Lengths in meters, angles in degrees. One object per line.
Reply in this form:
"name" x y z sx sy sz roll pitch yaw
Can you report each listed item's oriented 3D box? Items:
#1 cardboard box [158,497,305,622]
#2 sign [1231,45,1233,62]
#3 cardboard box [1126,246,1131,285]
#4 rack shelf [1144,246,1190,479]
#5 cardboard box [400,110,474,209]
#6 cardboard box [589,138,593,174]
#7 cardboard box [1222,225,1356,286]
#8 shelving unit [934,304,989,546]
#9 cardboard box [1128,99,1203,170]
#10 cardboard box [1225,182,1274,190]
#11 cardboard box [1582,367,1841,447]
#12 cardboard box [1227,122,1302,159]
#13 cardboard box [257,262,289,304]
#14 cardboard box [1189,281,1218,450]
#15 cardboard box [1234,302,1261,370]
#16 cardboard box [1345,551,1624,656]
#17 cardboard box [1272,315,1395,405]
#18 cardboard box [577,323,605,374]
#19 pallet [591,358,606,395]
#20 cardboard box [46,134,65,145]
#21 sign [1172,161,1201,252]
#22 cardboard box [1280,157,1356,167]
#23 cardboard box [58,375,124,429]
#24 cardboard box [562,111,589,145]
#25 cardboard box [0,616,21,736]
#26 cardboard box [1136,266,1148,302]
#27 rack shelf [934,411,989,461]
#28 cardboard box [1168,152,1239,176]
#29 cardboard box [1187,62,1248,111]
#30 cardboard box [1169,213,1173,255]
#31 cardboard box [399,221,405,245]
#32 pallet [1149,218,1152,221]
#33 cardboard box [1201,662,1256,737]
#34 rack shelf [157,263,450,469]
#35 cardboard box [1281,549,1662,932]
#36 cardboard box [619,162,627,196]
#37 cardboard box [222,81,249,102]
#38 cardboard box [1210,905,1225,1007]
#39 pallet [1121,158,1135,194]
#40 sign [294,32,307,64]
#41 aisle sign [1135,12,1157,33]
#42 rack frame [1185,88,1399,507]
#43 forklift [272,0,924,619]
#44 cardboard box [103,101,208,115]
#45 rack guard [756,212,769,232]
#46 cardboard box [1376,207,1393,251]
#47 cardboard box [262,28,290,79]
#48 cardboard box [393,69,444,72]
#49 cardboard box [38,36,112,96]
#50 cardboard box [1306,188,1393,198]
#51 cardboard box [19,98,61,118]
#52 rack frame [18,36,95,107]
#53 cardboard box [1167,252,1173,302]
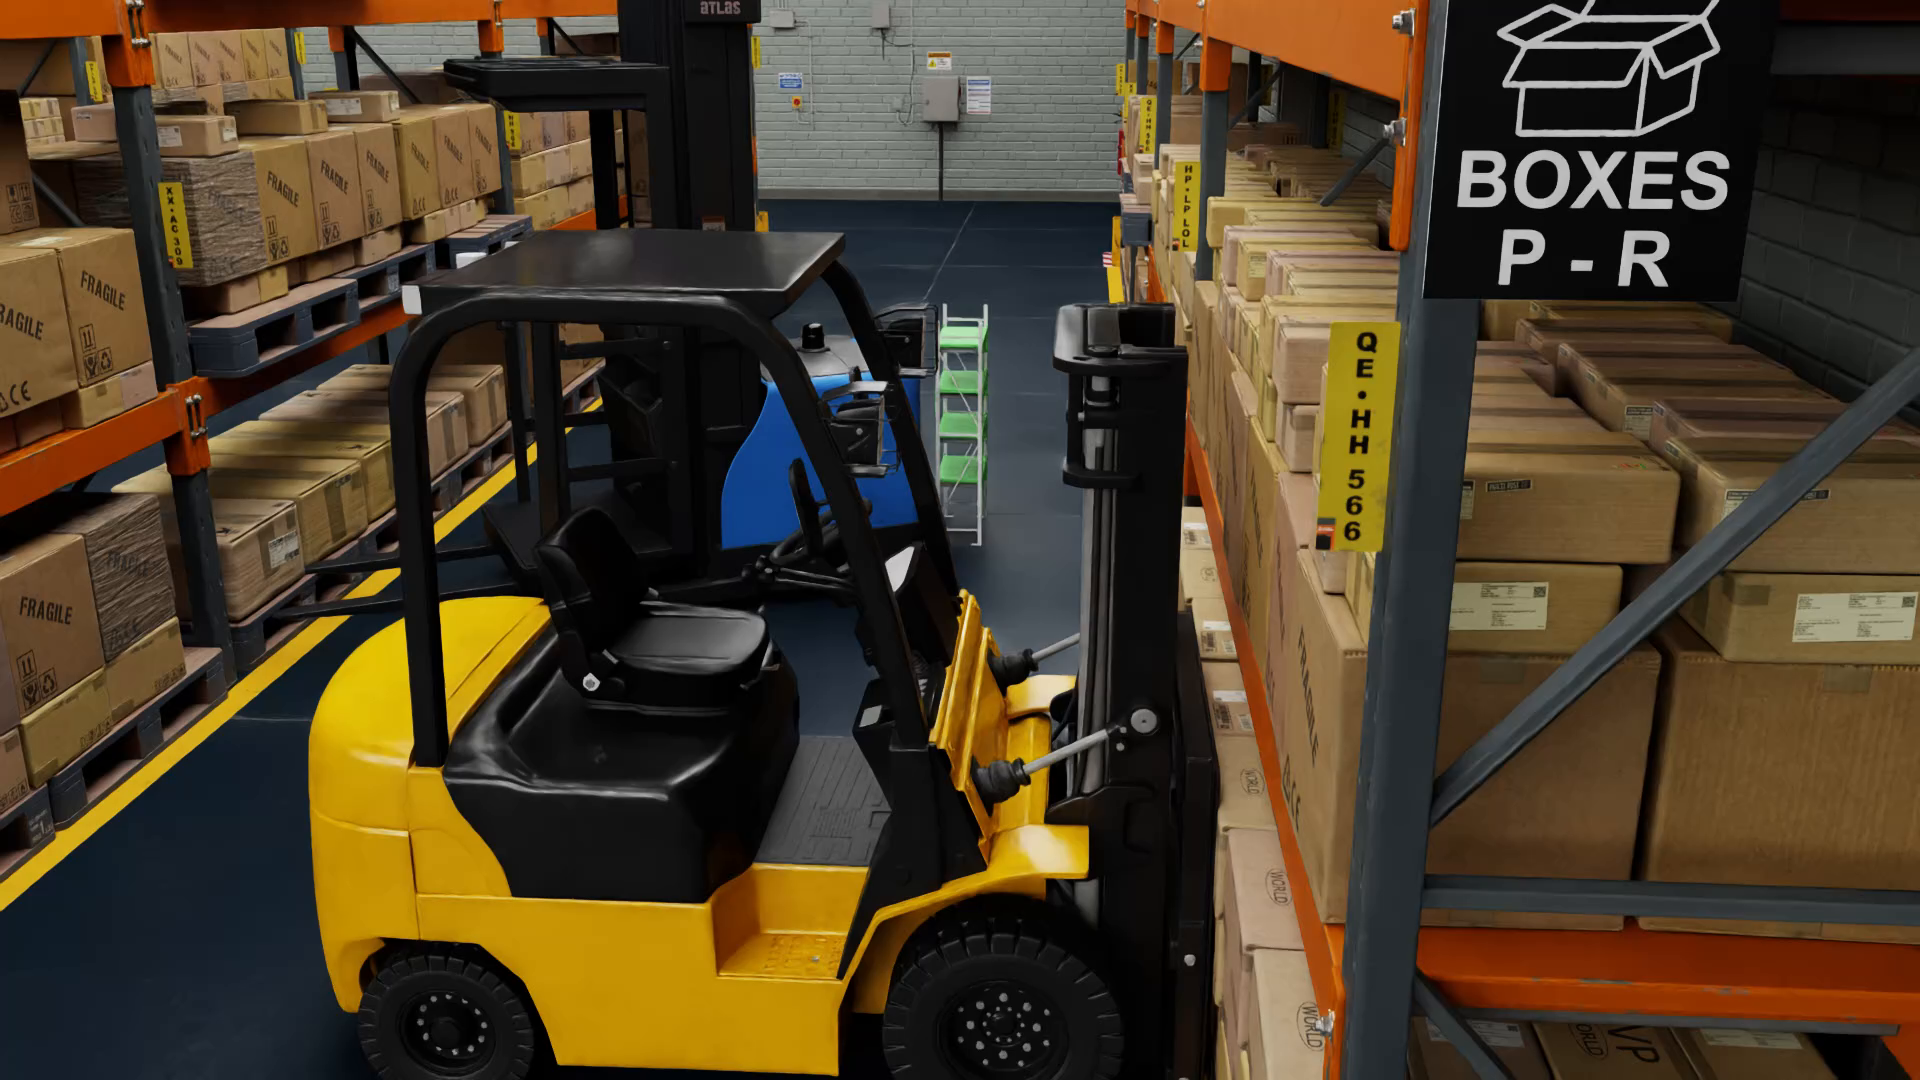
"cardboard box" -3.539 0.074 7.425 0.950 0.372 0.625 2 18 5
"sign" 2.790 -5.111 17.337 0.100 0.325 0.005 1 18 4
"cardboard box" 1.925 -2.666 15.583 0.700 0.500 0.500 1 18 2
"rack shelf" 1.521 -0.982 8.257 1.077 0.370 4.000 1 18 4
"cardboard box" -3.068 -2.135 9.308 0.500 0.500 0.500 1 18 3
"cardboard box" -2.869 -2.845 12.226 0.500 0.250 0.500 2 18 5
"cardboard box" 1.000 -0.867 5.071 0.380 0.149 0.250 2 18 5
"shelving unit" 0.012 -0.622 8.893 0.258 1.200 0.503 1 18 4
"cardboard box" 1.656 -3.128 12.817 0.700 0.500 0.500 1 18 5
"cardboard box" 1.243 -1.567 7.685 0.380 0.149 0.250 1 18 4
"cardboard box" 1.385 -0.220 3.096 0.380 0.149 0.250 2 18 5
"cardboard box" 1.857 -2.348 10.437 0.500 0.500 0.500 2 18 7
"cardboard box" -3.192 -1.134 7.296 0.380 0.149 0.250 2 18 5
"cardboard box" 1.085 -0.618 5.831 0.500 0.500 0.500 1 18 2
"cardboard box" 0.972 -0.568 4.637 0.380 0.149 0.250 1 18 2
"cardboard box" 0.836 0.070 2.689 0.380 0.149 0.250 2 18 5
"cardboard box" 0.885 -0.391 3.620 0.380 0.149 0.250 2 18 5
"cardboard box" -3.086 -1.734 12.135 0.875 0.875 0.875 2 18 5
"pallet" -3.065 -1.350 12.705 1.003 0.211 1.213 1 18 4
"cardboard box" -7.776 -3.328 13.992 0.380 0.149 0.250 1 18 3
"sign" 0.836 -1.224 6.109 0.100 0.325 0.005 1 18 4
"cardboard box" 1.908 -1.954 8.868 0.380 0.149 0.250 1 18 3
"cardboard box" -3.304 -0.508 6.061 0.380 0.149 0.250 2 18 5
"cardboard box" -2.929 -3.039 11.615 0.500 0.500 0.500 2 18 5
"cardboard box" -3.419 0.445 5.285 0.500 0.500 0.500 2 18 7
"cardboard box" 1.664 -1.888 13.207 0.500 0.500 0.500 1 18 3
"rack shelf" 0.012 -0.561 8.913 0.258 0.148 0.480 1 18 4
"cardboard box" 1.337 -2.045 9.144 0.380 0.149 0.250 2 18 5
"cardboard box" 2.323 -4.070 15.086 0.500 0.500 0.500 1 18 2
"cardboard box" 1.285 -1.502 8.127 0.500 0.250 0.500 2 18 5
"cardboard box" -3.172 -1.624 8.792 0.380 0.149 0.250 1 18 4
"pallet" 1.799 -2.458 11.914 1.003 0.211 1.213 1 18 4
"cardboard box" 0.914 0.549 4.566 0.500 0.250 0.500 1 18 3
"rack shelf" -3.430 -1.091 8.592 1.077 0.370 4.000 1 18 4
"cardboard box" 0.864 0.334 2.927 0.500 0.500 0.500 1 18 3
"cardboard box" -2.874 -2.766 12.788 0.500 0.250 0.500 1 18 2
"cardboard box" -7.502 -4.344 16.725 0.500 0.500 0.500 1 18 4
"cardboard box" 0.877 0.935 4.191 0.500 0.250 0.500 1 18 3
"pallet" 1.785 -2.850 13.112 1.003 0.211 1.213 1 18 4
"sign" -7.106 -5.300 17.913 0.100 0.325 0.005 1 18 4
"aisle sign" 1.950 -5.692 17.303 0.394 0.787 0.004 1 18 4
"rack frame" 1.378 -0.702 6.249 1.000 3.000 0.127 1 18 4
"forklift" -1.739 -1.139 7.693 3.031 2.935 1.130 -8 20 -24
"cardboard box" -3.733 -1.957 7.724 0.380 0.149 0.250 1 18 2
"rack guard" -2.712 -3.359 18.370 1.175 0.500 0.348 1 18 4
"cardboard box" 1.597 -1.017 5.528 0.380 0.149 0.250 1 18 2
"cardboard box" -7.443 -5.134 17.531 0.500 0.500 0.500 1 18 3
"cardboard box" -3.482 -2.903 11.199 0.500 0.500 0.500 2 18 5
"cardboard box" -7.669 -4.175 14.602 0.500 0.500 0.500 2 18 5
"cardboard box" 1.748 -1.479 7.416 0.380 0.149 0.250 1 18 4
"cardboard box" -7.779 -3.610 13.896 0.380 0.149 0.250 2 18 6
"rack frame" -7.945 -3.376 14.408 1.000 3.000 0.127 1 18 4
"cardboard box" 1.279 -1.264 8.204 0.500 0.250 0.500 2 18 6
